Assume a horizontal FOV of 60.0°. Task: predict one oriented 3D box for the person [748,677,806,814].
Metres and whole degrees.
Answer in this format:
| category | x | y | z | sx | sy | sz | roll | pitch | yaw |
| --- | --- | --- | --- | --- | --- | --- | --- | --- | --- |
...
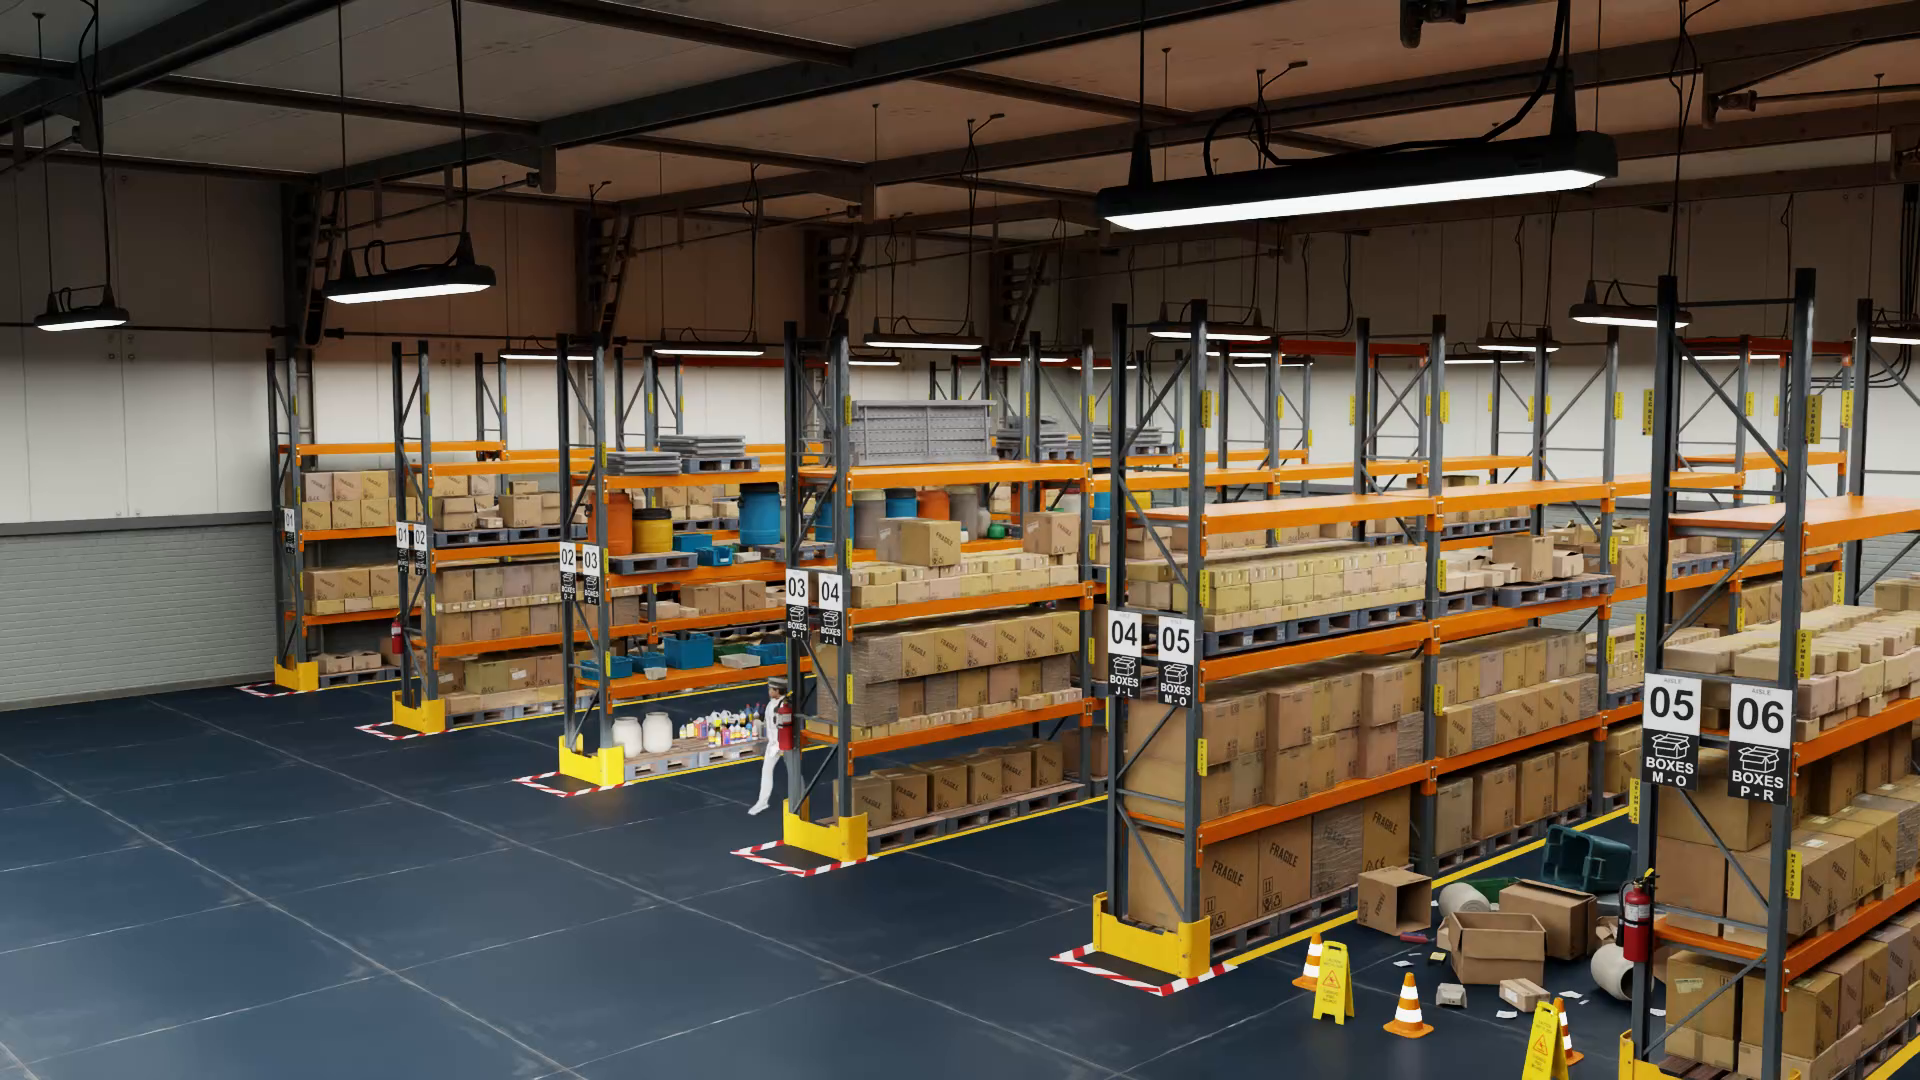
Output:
| category | x | y | z | sx | sy | sz | roll | pitch | yaw |
| --- | --- | --- | --- | --- | --- | --- | --- | --- | --- |
| person | -2.278 | 2.525 | 20.720 | 0.834 | 1.628 | 0.512 | -4 | 7 | -41 |
